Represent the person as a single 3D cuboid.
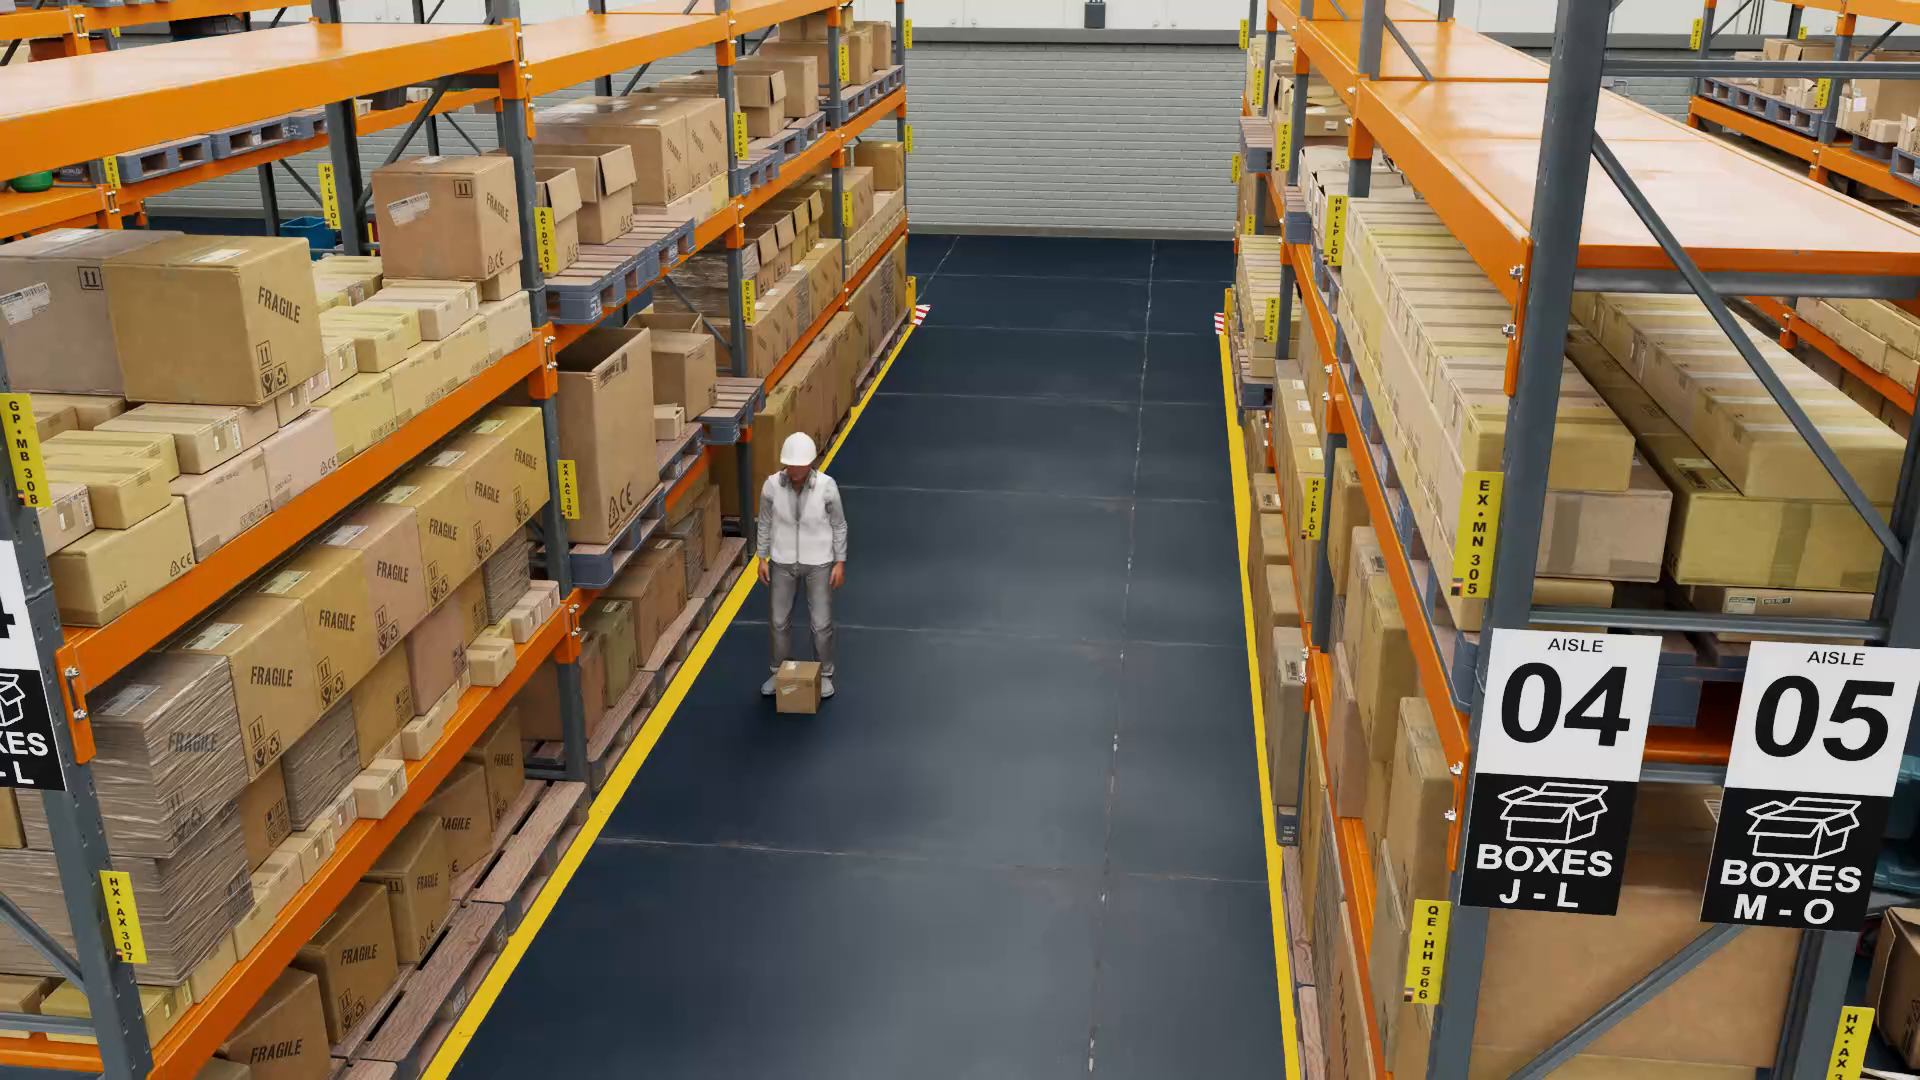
[{"bbox_3d":[-1.015,0.146,10.665,0.583,1.771,0.466,2,21,6],"label":"person"}]
